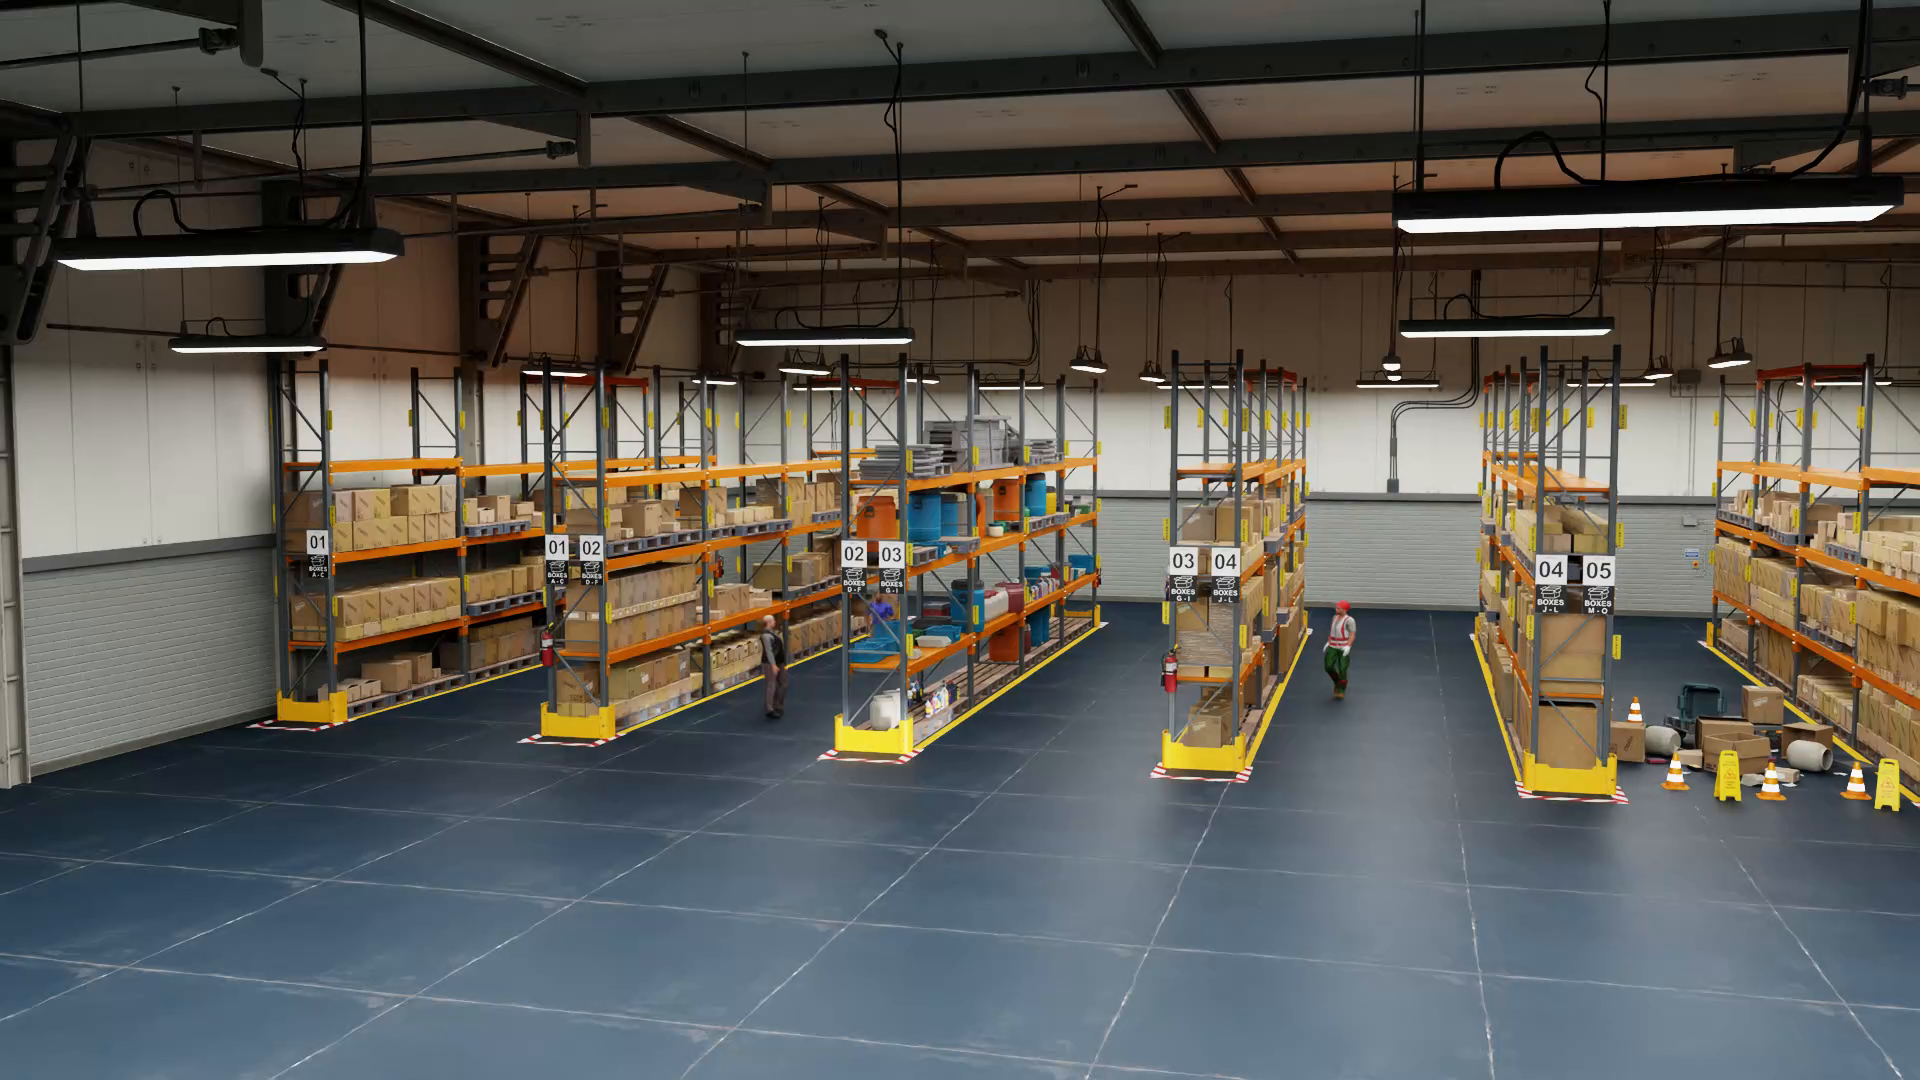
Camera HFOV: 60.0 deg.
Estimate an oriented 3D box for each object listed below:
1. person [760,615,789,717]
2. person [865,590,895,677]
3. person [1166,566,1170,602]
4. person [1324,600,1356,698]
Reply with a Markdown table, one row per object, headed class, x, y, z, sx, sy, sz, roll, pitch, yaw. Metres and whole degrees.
| class | x | y | z | sx | sy | sz | roll | pitch | yaw |
| --- | --- | --- | --- | --- | --- | --- | --- | --- | --- |
| person | -3.169 | 2.148 | 28.109 | 0.450 | 1.774 | 0.548 | 2 | 4 | 21 |
| person | -1.582 | 1.820 | 32.707 | 0.613 | 1.678 | 0.722 | 1 | 4 | 19 |
| person | 5.365 | 1.216 | 41.392 | 0.492 | 1.658 | 0.478 | -1 | 4 | -13 |
| person | 6.800 | 1.962 | 29.923 | 0.642 | 1.777 | 0.631 | 2 | 5 | 29 |
